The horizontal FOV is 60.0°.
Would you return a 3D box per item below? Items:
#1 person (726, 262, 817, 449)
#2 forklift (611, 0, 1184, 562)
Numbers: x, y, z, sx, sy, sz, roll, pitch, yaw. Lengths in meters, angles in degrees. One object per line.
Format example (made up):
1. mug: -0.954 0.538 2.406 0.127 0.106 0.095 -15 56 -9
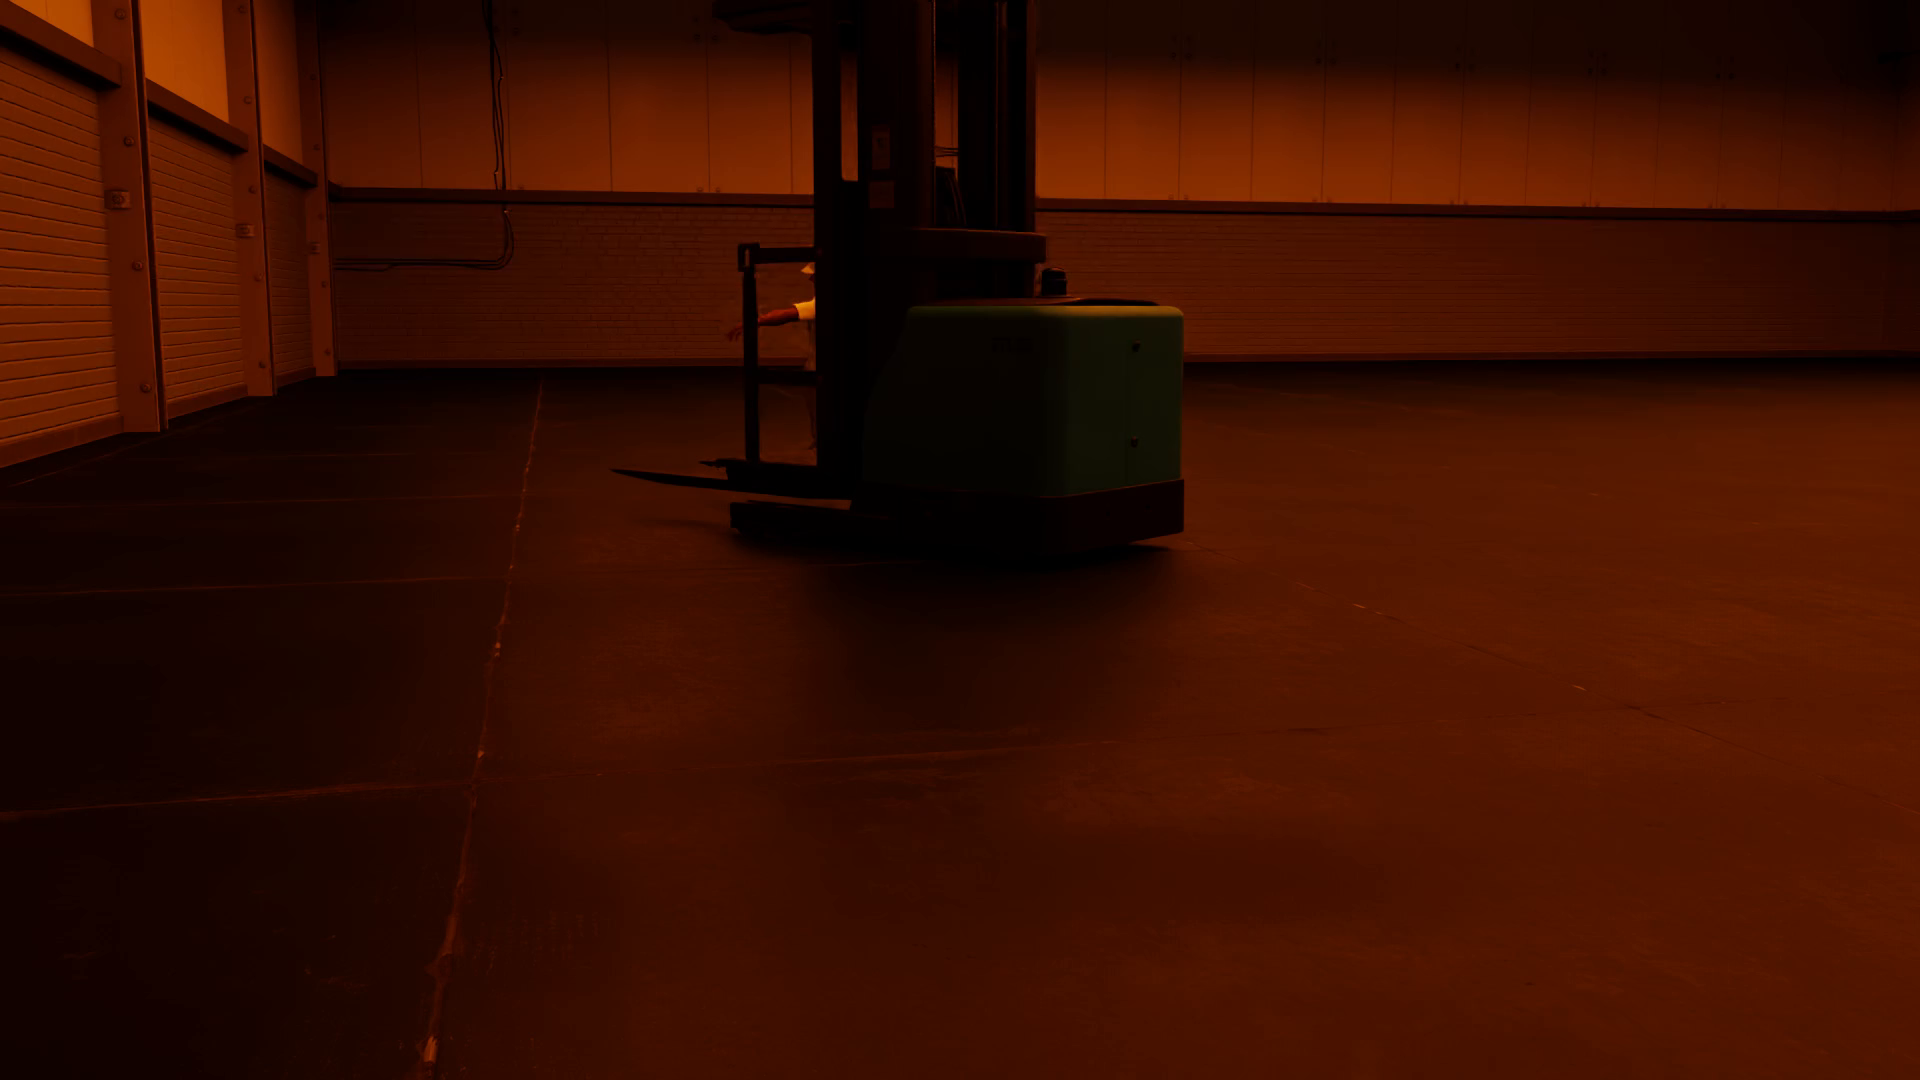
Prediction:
1. person: -1.158 -1.254 11.443 1.050 1.485 0.921 -3 8 -19
2. forklift: -0.455 -1.501 7.859 3.031 2.935 1.130 7 10 39
